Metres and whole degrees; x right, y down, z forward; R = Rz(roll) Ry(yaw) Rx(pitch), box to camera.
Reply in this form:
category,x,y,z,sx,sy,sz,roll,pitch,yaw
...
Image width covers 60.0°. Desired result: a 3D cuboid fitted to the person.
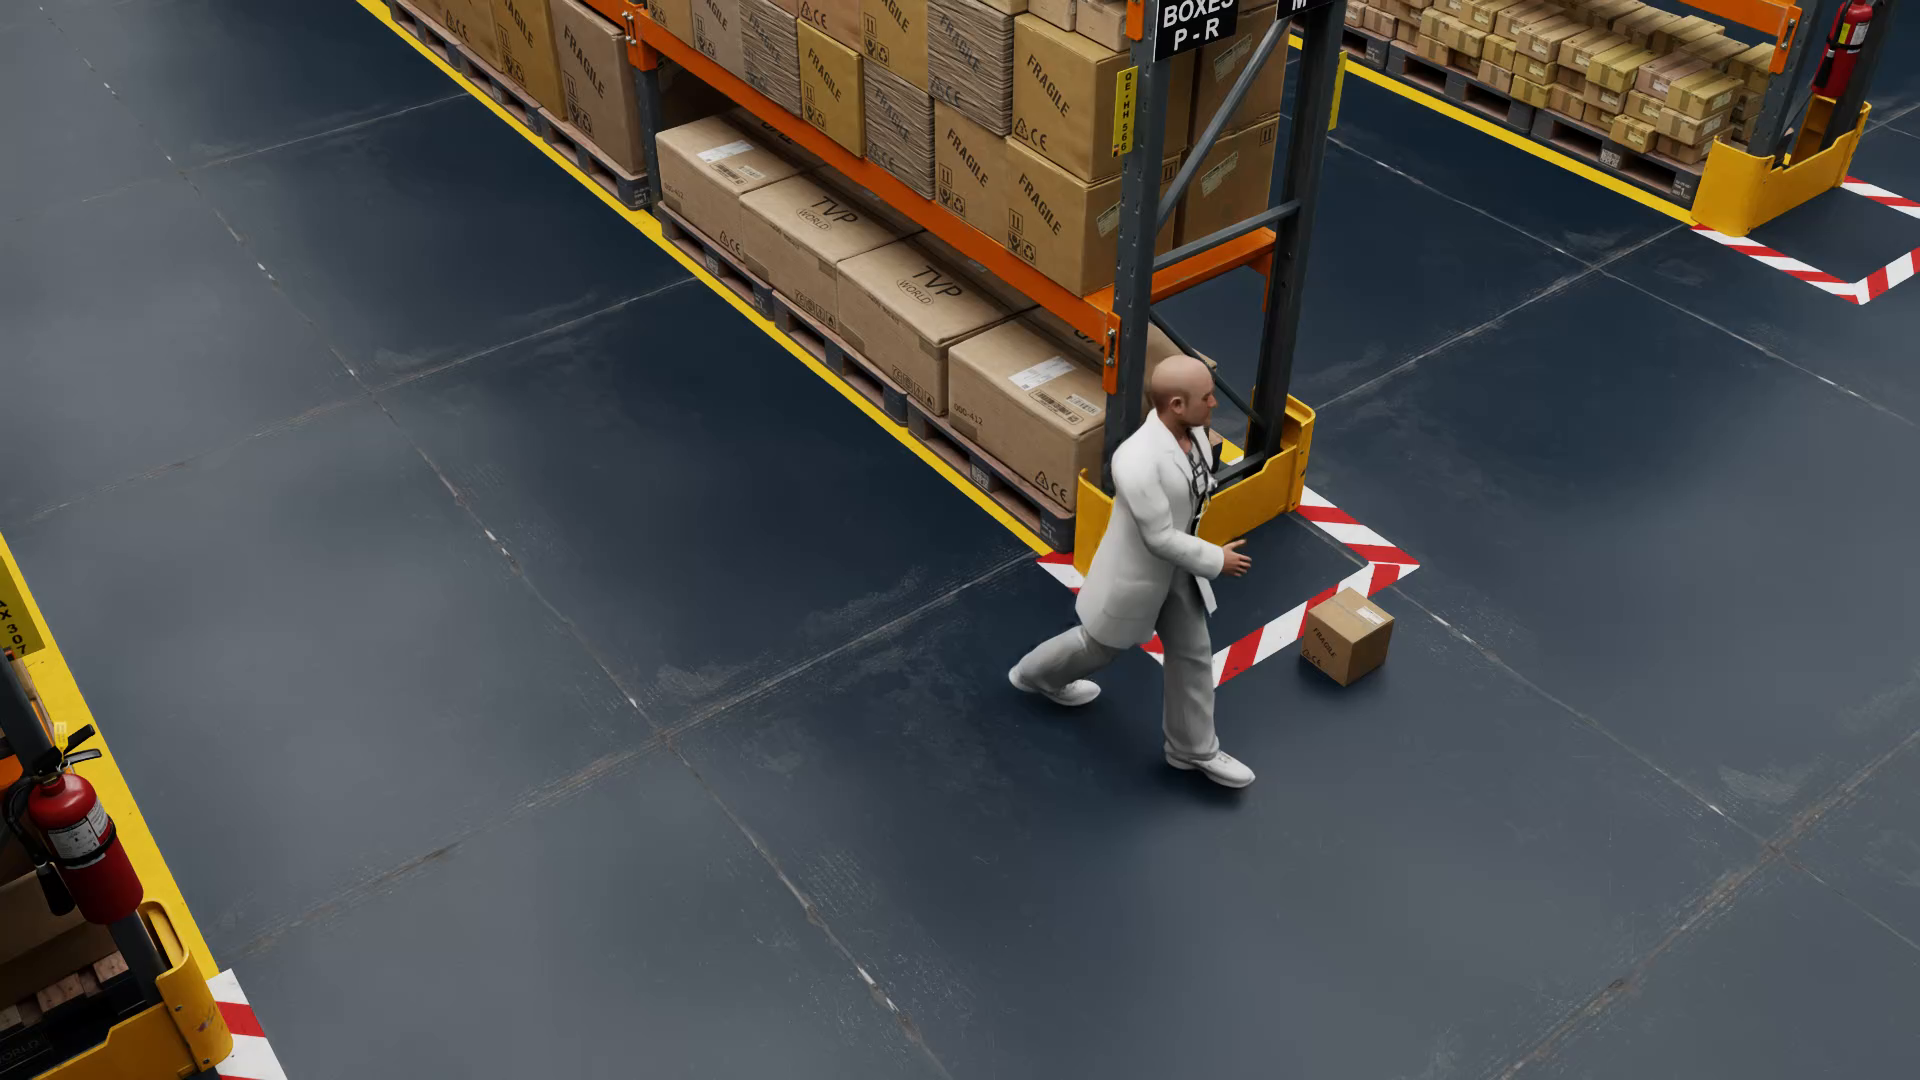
category,x,y,z,sx,sy,sz,roll,pitch,yaw
person,0.723,0.079,6.079,1.058,1.733,0.567,26,46,28
